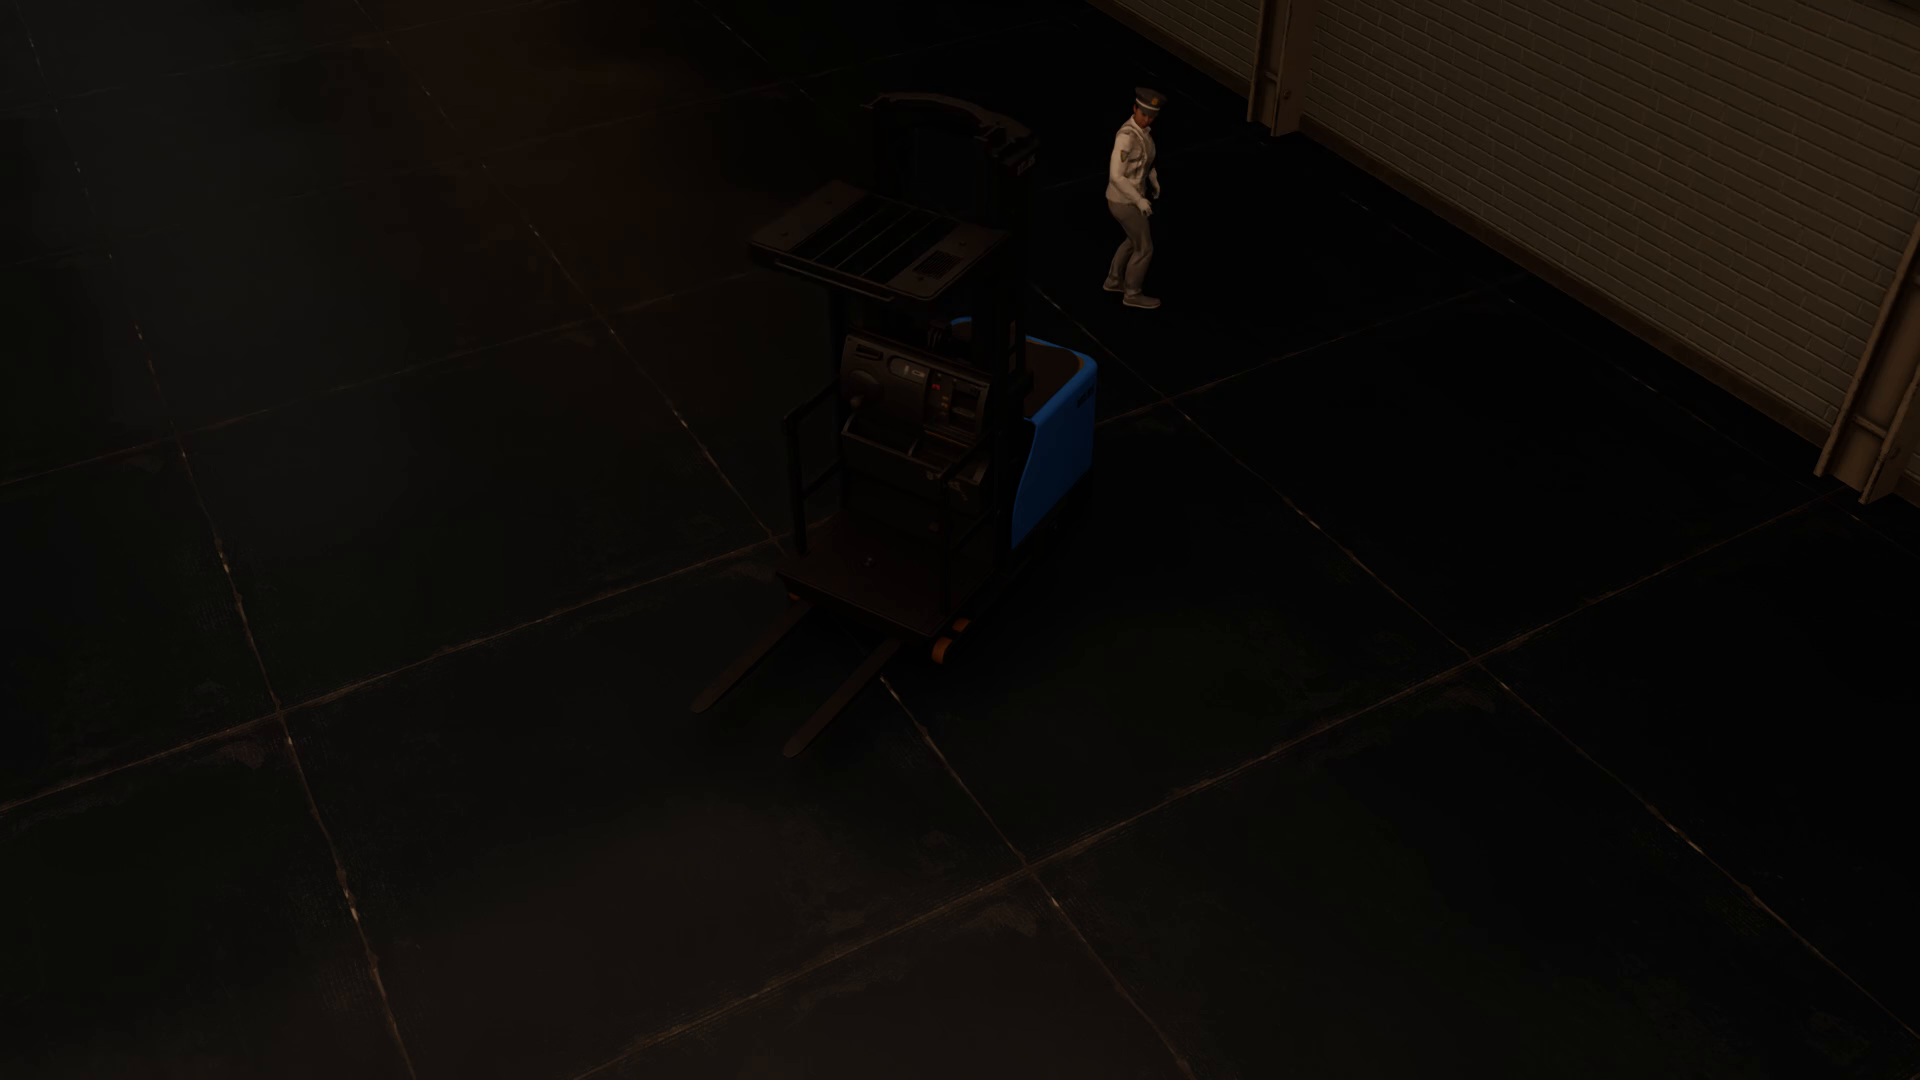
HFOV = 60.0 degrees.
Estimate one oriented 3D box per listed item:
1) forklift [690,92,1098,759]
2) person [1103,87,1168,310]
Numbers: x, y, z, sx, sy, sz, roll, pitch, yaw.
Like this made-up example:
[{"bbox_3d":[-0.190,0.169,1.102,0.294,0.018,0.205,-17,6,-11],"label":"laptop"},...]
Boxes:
[{"bbox_3d":[-0.363,-0.757,8.948,1.130,2.935,3.031,22,44,24],"label":"forklift"},{"bbox_3d":[1.295,-2.485,12.053,0.473,1.643,0.693,7,40,9],"label":"person"}]
